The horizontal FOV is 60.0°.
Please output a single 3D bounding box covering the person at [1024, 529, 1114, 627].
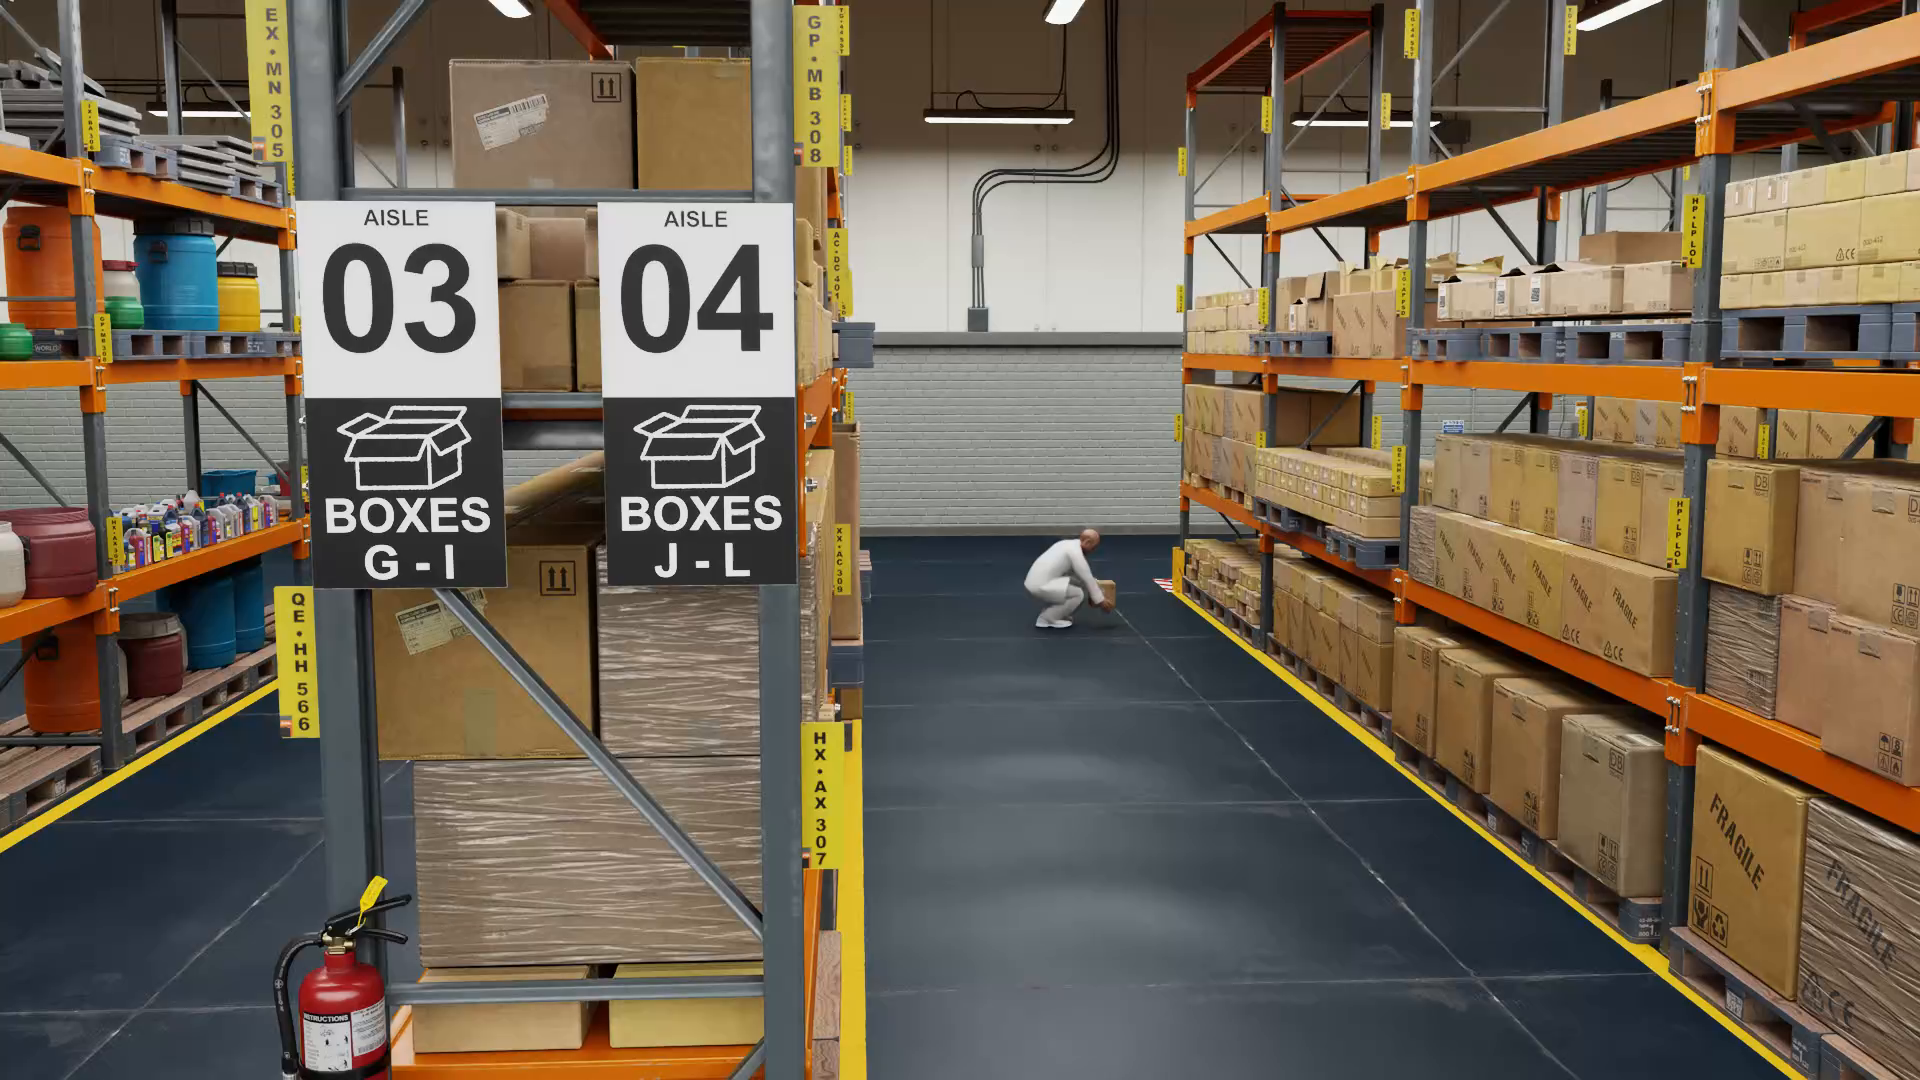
[{"bbox_3d":[1.127,0.396,17.295,0.923,1.000,0.584,-1,7,-5],"label":"person"}]
